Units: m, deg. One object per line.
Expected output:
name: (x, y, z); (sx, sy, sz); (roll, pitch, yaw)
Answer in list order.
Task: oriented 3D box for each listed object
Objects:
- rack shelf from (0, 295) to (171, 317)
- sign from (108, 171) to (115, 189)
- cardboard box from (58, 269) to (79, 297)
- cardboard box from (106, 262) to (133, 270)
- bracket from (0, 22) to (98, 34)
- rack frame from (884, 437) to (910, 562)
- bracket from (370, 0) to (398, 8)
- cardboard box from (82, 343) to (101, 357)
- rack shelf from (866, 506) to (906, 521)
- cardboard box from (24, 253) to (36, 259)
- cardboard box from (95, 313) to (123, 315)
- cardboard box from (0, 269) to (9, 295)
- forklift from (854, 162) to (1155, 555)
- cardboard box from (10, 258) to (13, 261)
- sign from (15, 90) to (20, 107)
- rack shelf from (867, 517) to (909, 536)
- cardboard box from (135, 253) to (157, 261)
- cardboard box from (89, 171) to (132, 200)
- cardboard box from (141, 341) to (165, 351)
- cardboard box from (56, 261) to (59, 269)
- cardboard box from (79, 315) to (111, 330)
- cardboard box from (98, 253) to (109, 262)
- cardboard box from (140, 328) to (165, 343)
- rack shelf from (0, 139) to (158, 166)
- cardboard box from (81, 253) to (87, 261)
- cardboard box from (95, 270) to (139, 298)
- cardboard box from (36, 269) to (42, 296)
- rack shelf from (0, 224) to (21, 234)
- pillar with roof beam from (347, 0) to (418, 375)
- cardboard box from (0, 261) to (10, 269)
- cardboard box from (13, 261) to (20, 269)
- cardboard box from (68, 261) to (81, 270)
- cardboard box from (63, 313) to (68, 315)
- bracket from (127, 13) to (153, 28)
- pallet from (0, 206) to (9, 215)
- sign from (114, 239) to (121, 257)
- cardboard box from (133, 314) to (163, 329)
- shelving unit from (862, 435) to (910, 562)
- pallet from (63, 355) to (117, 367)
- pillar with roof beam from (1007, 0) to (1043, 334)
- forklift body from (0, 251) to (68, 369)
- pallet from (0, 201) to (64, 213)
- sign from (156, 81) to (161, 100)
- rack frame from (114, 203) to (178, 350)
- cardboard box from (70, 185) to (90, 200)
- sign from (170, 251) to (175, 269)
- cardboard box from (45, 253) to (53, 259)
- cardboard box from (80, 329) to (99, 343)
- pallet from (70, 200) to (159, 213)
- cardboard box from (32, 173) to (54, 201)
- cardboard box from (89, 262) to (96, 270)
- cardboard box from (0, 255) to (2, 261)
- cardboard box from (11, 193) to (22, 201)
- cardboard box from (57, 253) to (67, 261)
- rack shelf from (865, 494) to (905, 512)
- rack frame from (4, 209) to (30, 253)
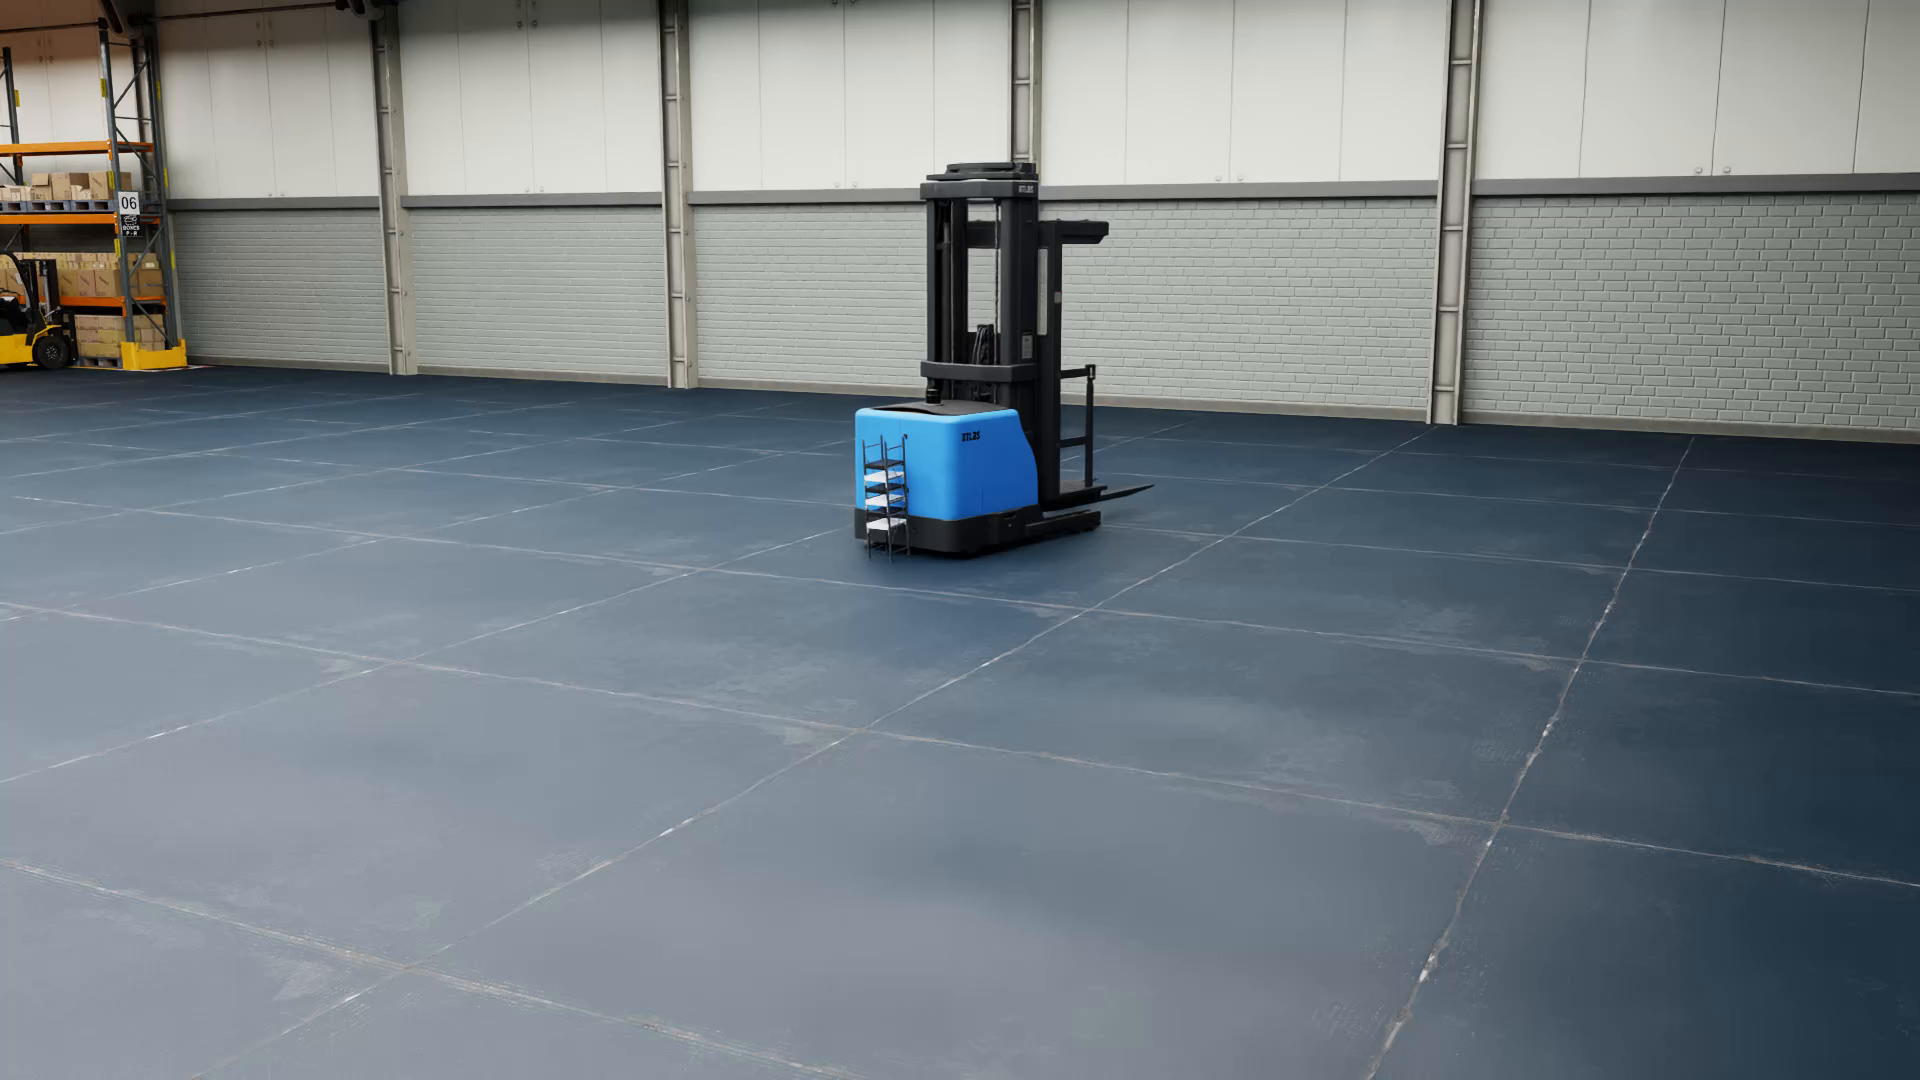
rack shelf: (-16.797, -4.493, 31.651); (4.000, 0.370, 1.077); (5, 11, 26)
sign: (-15.256, -6.476, 29.904); (0.005, 0.325, 0.100); (5, 11, 26)
cardboard box: (-16.482, -4.818, 31.147); (0.500, 0.500, 0.500); (5, 11, 25)
cardboard box: (-15.439, -5.040, 30.553); (0.250, 0.149, 0.380); (5, 11, 27)
bracket: (-18.069, -9.790, 31.949); (4.783, 0.066, 0.076); (5, 11, 26)
rack frame: (-0.466, -0.303, 12.331); (0.006, 0.900, 0.240); (7, 16, 34)
bracket: (-9.633, -9.049, 27.853); (0.430, 0.232, 0.235); (5, 11, 26)
cardboard box: (-16.007, -3.570, 31.074); (0.500, 0.250, 0.500); (5, 11, 26)
rack shelf: (-0.544, -0.194, 12.417); (0.200, 0.077, 0.258); (7, 16, 34)
cardboard box: (-17.499, -5.369, 31.535); (0.250, 0.149, 0.380); (5, 11, 25)
cardboard box: (-16.244, -4.183, 31.652); (0.500, 0.250, 0.500); (5, 11, 25)
cardboard box: (-18.308, -4.977, 32.025); (0.500, 0.500, 0.500); (5, 11, 24)
forklift: (0.504, -1.541, 13.515); (1.130, 2.935, 3.031); (8, 13, 39)
cardboard box: (-17.929, -5.422, 31.827); (0.250, 0.149, 0.380); (5, 11, 25)
sign: (-18.323, -8.581, 32.305); (0.005, 0.325, 0.100); (5, 11, 26)
rack shelf: (-0.541, -0.106, 12.437); (0.200, 0.077, 0.258); (7, 16, 34)
cardboard box: (-15.210, -5.264, 30.958); (0.250, 0.149, 0.380); (5, 11, 25)
cardboard box: (-15.508, -6.466, 30.372); (0.500, 0.500, 0.500); (5, 12, 28)
cardboard box: (-15.358, -3.613, 31.310); (0.500, 0.250, 0.500); (5, 11, 26)
cardboard box: (-16.784, -5.171, 31.278); (0.250, 0.149, 0.380); (5, 11, 25)
cardboard box: (-16.015, -4.060, 30.977); (0.500, 0.250, 0.500); (5, 12, 27)
cardboard box: (-15.653, -5.213, 30.673); (0.250, 0.149, 0.380); (5, 11, 26)
cardboard box: (-15.333, -3.859, 31.267); (0.500, 0.250, 0.500); (5, 12, 27)
rack shelf: (-16.797, -7.248, 31.152); (4.000, 0.370, 1.077); (5, 11, 26)
cardboard box: (-16.090, -5.261, 30.937); (0.250, 0.149, 0.380); (5, 11, 26)
cardboard box: (-15.561, -4.735, 30.690); (0.500, 0.500, 0.500); (5, 11, 25)
cardboard box: (-17.379, -4.899, 31.594); (0.500, 0.500, 0.500); (5, 11, 25)
rack shelf: (-20.384, -6.284, 33.125); (4.000, 0.370, 1.077); (5, 11, 26)
pillar with roof beam: (-11.753, -6.680, 24.869); (0.548, 9.000, 9.100); (5, 11, 26)
cardboard box: (-18.188, -5.285, 31.909); (0.250, 0.149, 0.380); (5, 12, 27)
cardboard box: (-17.754, -5.238, 31.647); (0.250, 0.149, 0.380); (5, 12, 27)
cardboard box: (-16.364, -5.120, 30.998); (0.250, 0.149, 0.380); (5, 11, 24)
cardboard box: (-16.923, -4.140, 31.415); (0.500, 0.250, 0.500); (5, 11, 25)
bracket: (-15.014, -9.522, 30.466); (0.430, 0.232, 0.235); (5, 11, 26)
pallet: (-19.387, -6.454, 32.580); (1.217, 0.209, 0.805); (5, 11, 24)
sign: (-15.256, -5.290, 30.119); (0.005, 0.325, 0.100); (5, 11, 26)
cardboard box: (-15.351, -4.103, 31.211); (0.500, 0.250, 0.500); (5, 11, 25)
shelving unit: (-0.549, -0.314, 12.388); (0.210, 0.900, 0.258); (7, 16, 34)
pallet: (-16.798, -3.467, 31.793); (1.213, 0.211, 1.003); (5, 11, 26)
pillar with roof beam: (-0.992, -5.734, 19.644); (0.400, 9.000, 9.100); (5, 11, 26)
forklift body: (-17.511, -4.129, 30.007); (1.214, 2.155, 2.313); (5, 11, 26)
pallet: (-17.814, -6.374, 31.850); (1.213, 0.211, 1.003); (5, 11, 26)
sign: (-14.752, -8.267, 30.572); (0.005, 0.325, 0.100); (5, 11, 26)
rack frame: (-15.004, -4.689, 30.716); (0.127, 3.000, 1.000); (5, 11, 26)
cardboard box: (-16.109, -6.392, 30.618); (0.258, 0.266, 0.396); (5, 11, 26)
sign: (-14.753, -5.242, 31.119); (0.005, 0.325, 0.100); (5, 11, 26)
cardboard box: (-17.014, -5.341, 31.380); (0.250, 0.149, 0.380); (5, 11, 26)
cardboard box: (-16.023, -3.818, 31.043); (0.500, 0.250, 0.500); (5, 11, 25)
pallet: (-15.626, -6.181, 30.788); (1.213, 0.211, 1.003); (5, 11, 26)
cardboard box: (-16.890, -6.617, 31.194); (0.637, 0.503, 0.797); (5, 12, 28)
cardboard box: (-15.886, -5.086, 30.805); (0.250, 0.149, 0.380); (5, 12, 27)
cardboard box: (-18.436, -5.447, 31.964); (0.250, 0.149, 0.380); (5, 12, 27)
cardboard box: (-17.633, -6.468, 31.369); (0.250, 0.149, 0.380); (5, 12, 28)
cardboard box: (-16.607, -5.283, 31.060); (0.250, 0.149, 0.380); (5, 12, 27)
rack shelf: (-0.548, -0.281, 12.396); (0.200, 0.077, 0.258); (7, 16, 34)
rack frame: (-18.591, -5.004, 32.458); (0.127, 3.000, 1.000); (5, 11, 26)
